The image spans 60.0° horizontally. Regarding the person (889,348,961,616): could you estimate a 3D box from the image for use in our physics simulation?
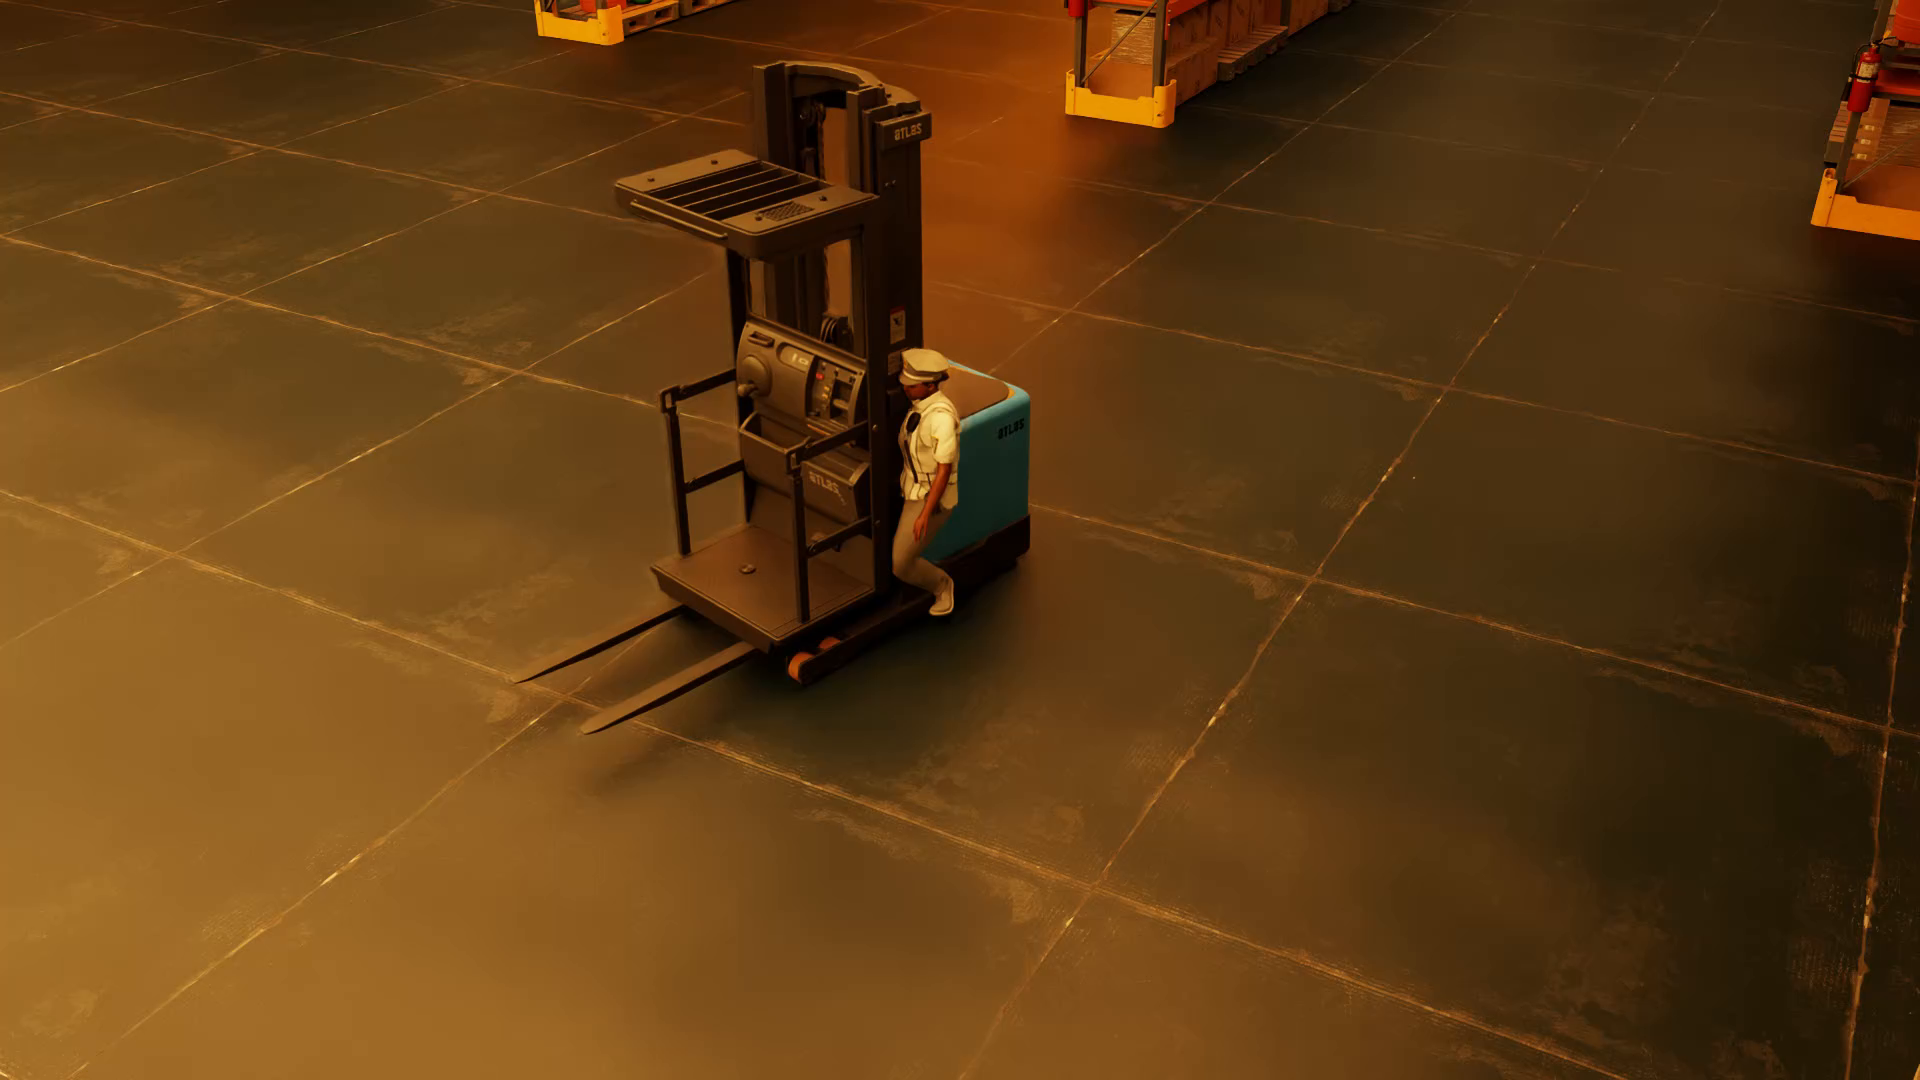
[{"bbox_3d":[-0.355,-0.275,8.830,0.678,1.546,0.703,-8,31,-14],"label":"person"}]

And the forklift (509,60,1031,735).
[{"bbox_3d":[-0.976,-0.808,8.470,1.130,2.935,3.031,26,39,37],"label":"forklift"}]
